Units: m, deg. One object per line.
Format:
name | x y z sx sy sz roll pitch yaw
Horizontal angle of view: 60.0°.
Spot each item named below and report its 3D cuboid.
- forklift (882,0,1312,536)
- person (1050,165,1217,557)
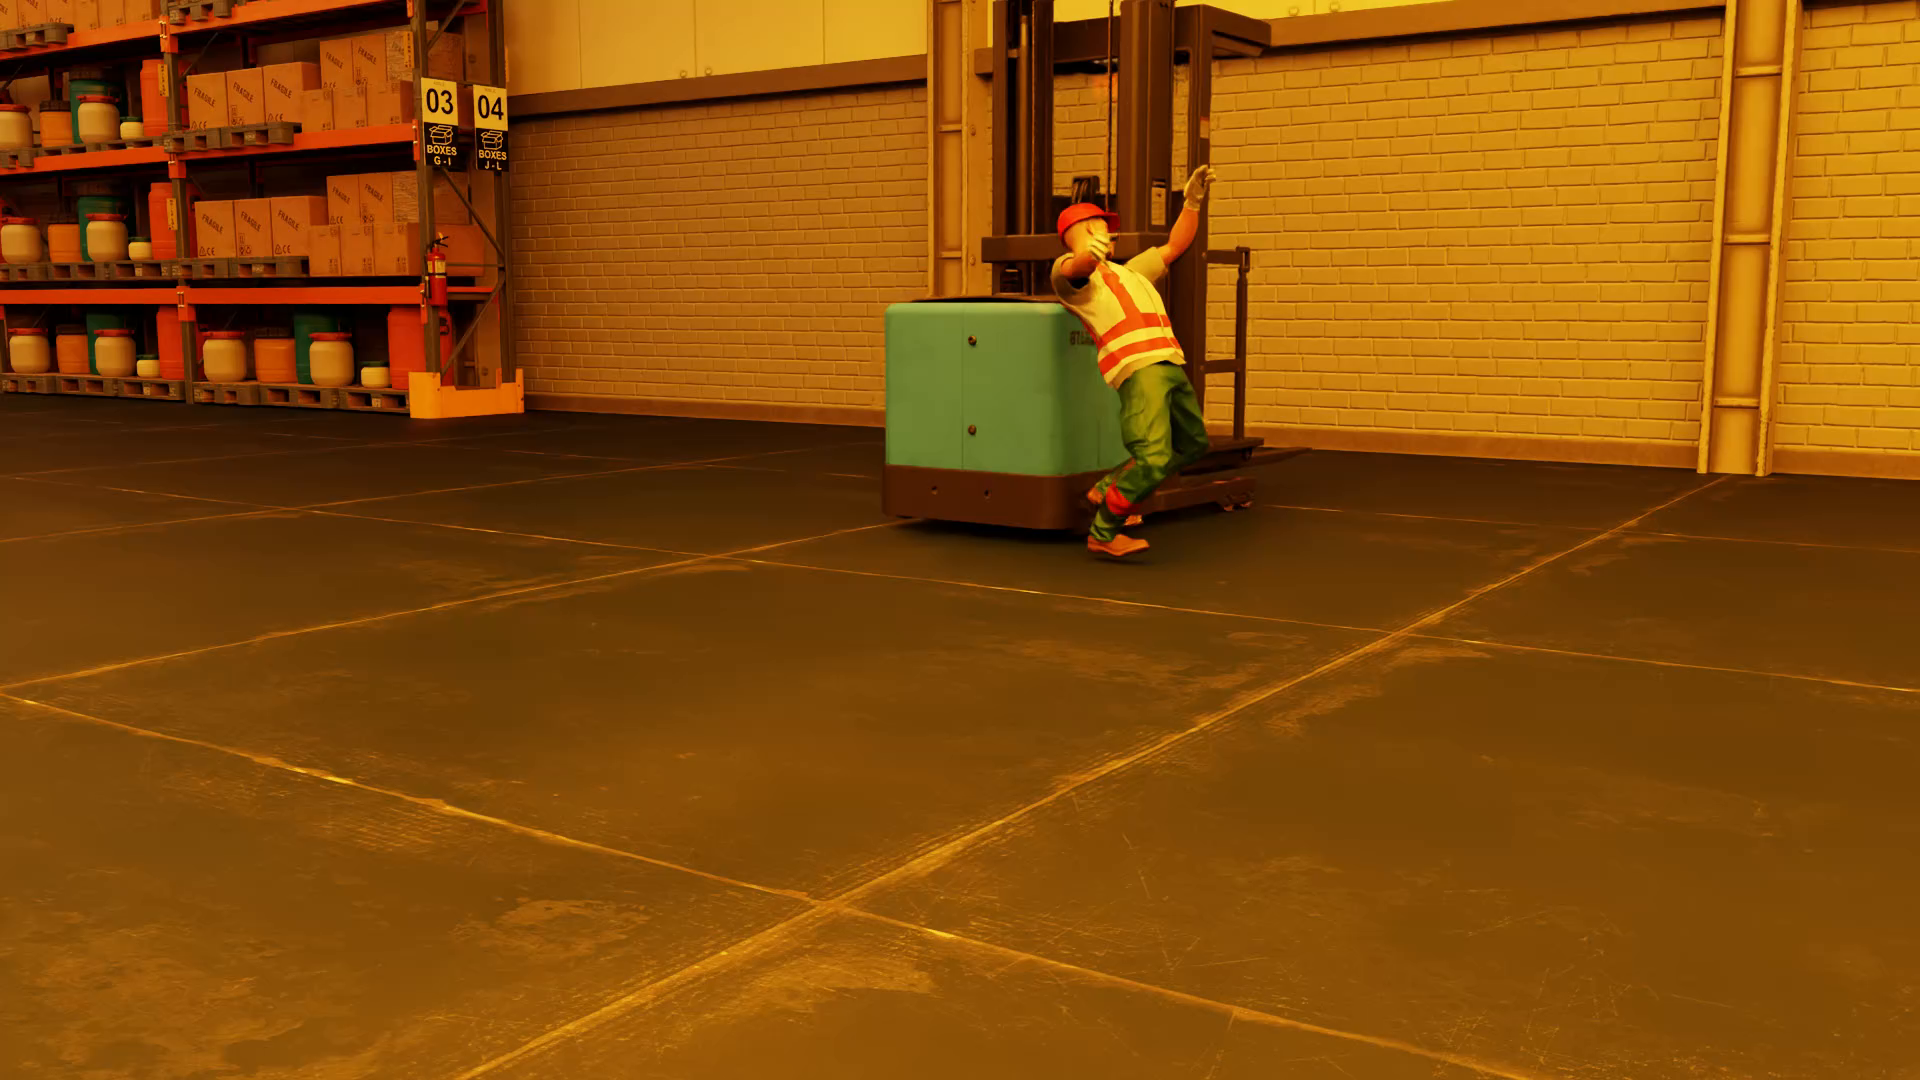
forklift | 0.913 -1.634 8.681 1.130 2.935 3.031 6 10 36
person | 0.610 -0.733 6.839 0.694 1.602 1.079 4 9 25
